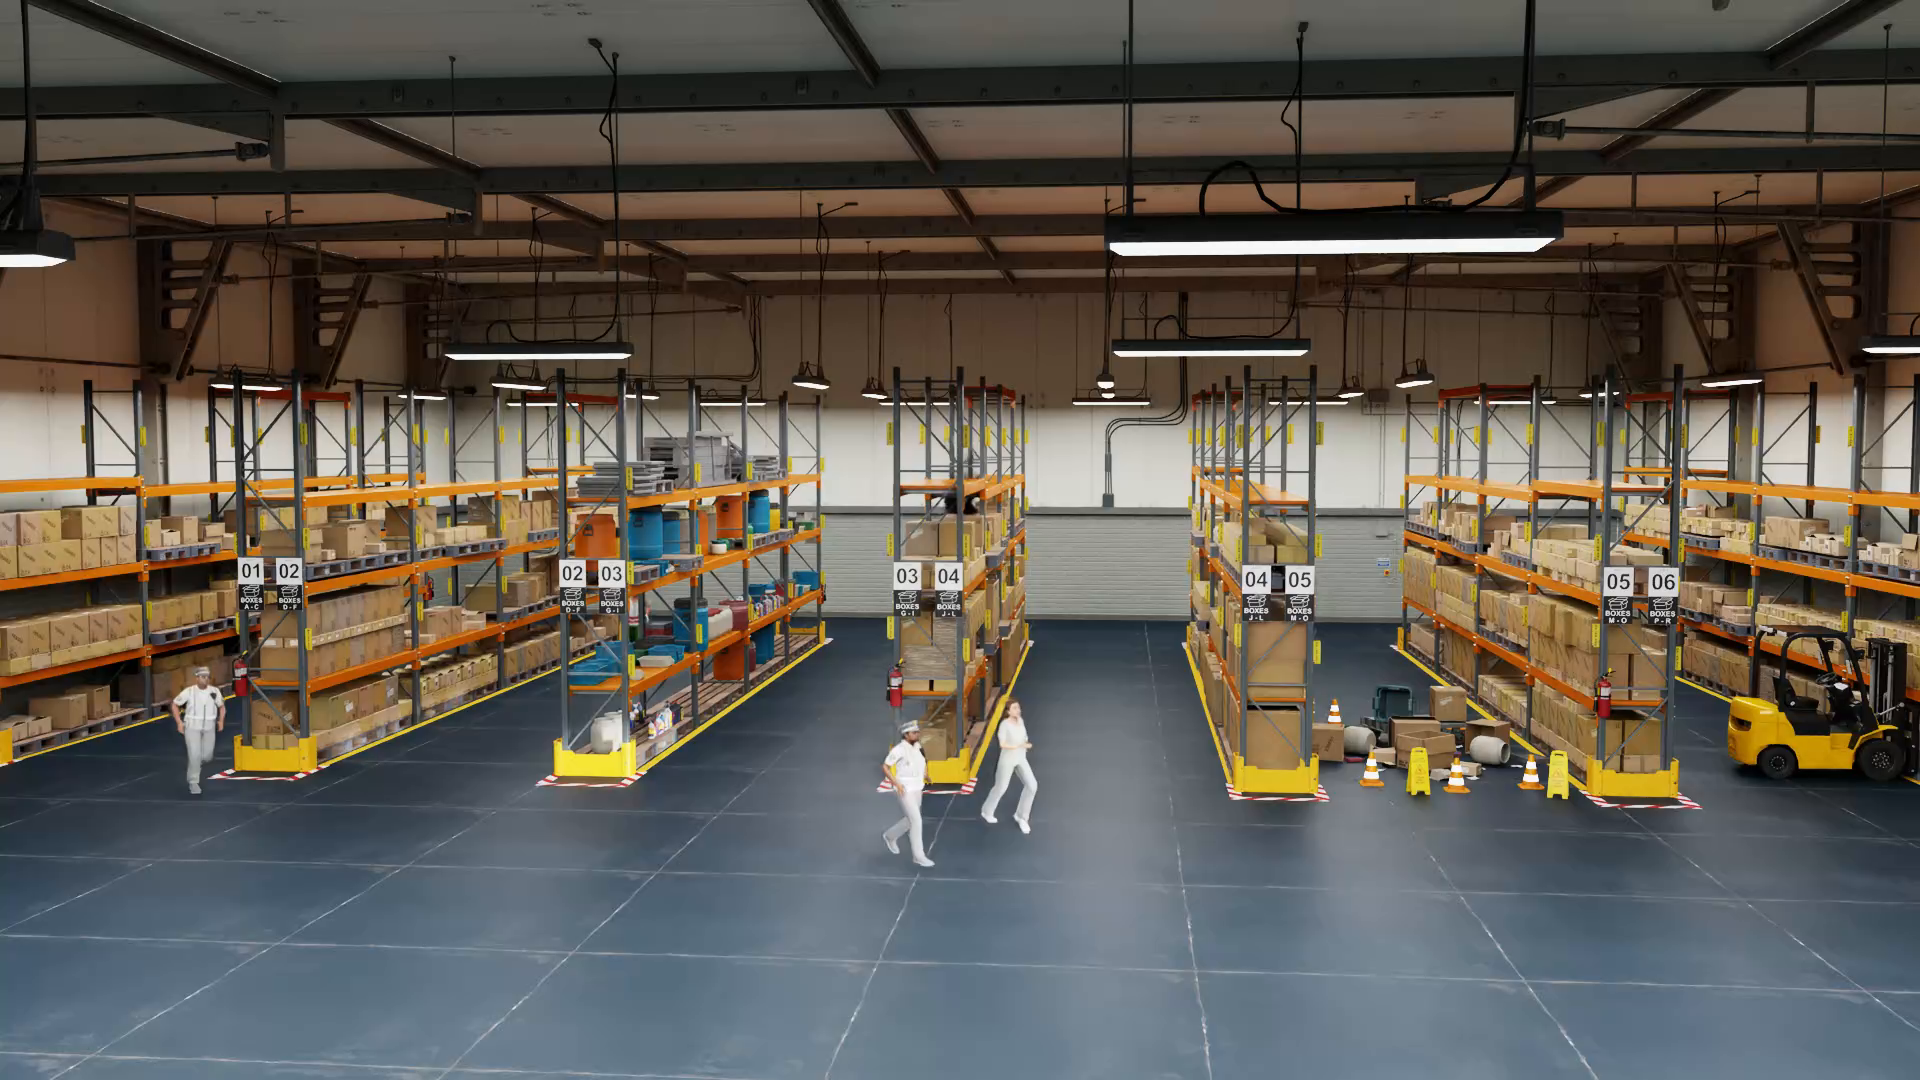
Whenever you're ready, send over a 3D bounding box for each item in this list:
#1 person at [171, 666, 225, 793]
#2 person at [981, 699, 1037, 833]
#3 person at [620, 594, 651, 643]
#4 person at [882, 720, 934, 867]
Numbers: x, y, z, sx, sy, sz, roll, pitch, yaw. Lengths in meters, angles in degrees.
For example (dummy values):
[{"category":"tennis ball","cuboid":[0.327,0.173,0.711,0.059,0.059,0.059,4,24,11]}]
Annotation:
[{"category":"person","cuboid":[-10.799,2.678,23.647,0.708,1.754,0.652,-3,5,-38]},{"category":"person","cuboid":[0.654,2.854,21.178,0.572,1.697,0.875,-3,5,-39]},{"category":"person","cuboid":[-7.013,1.855,35.834,0.642,1.792,0.976,0,4,-7]},{"category":"person","cuboid":[-0.626,2.941,19.525,0.809,1.689,0.597,3,4,35]}]
